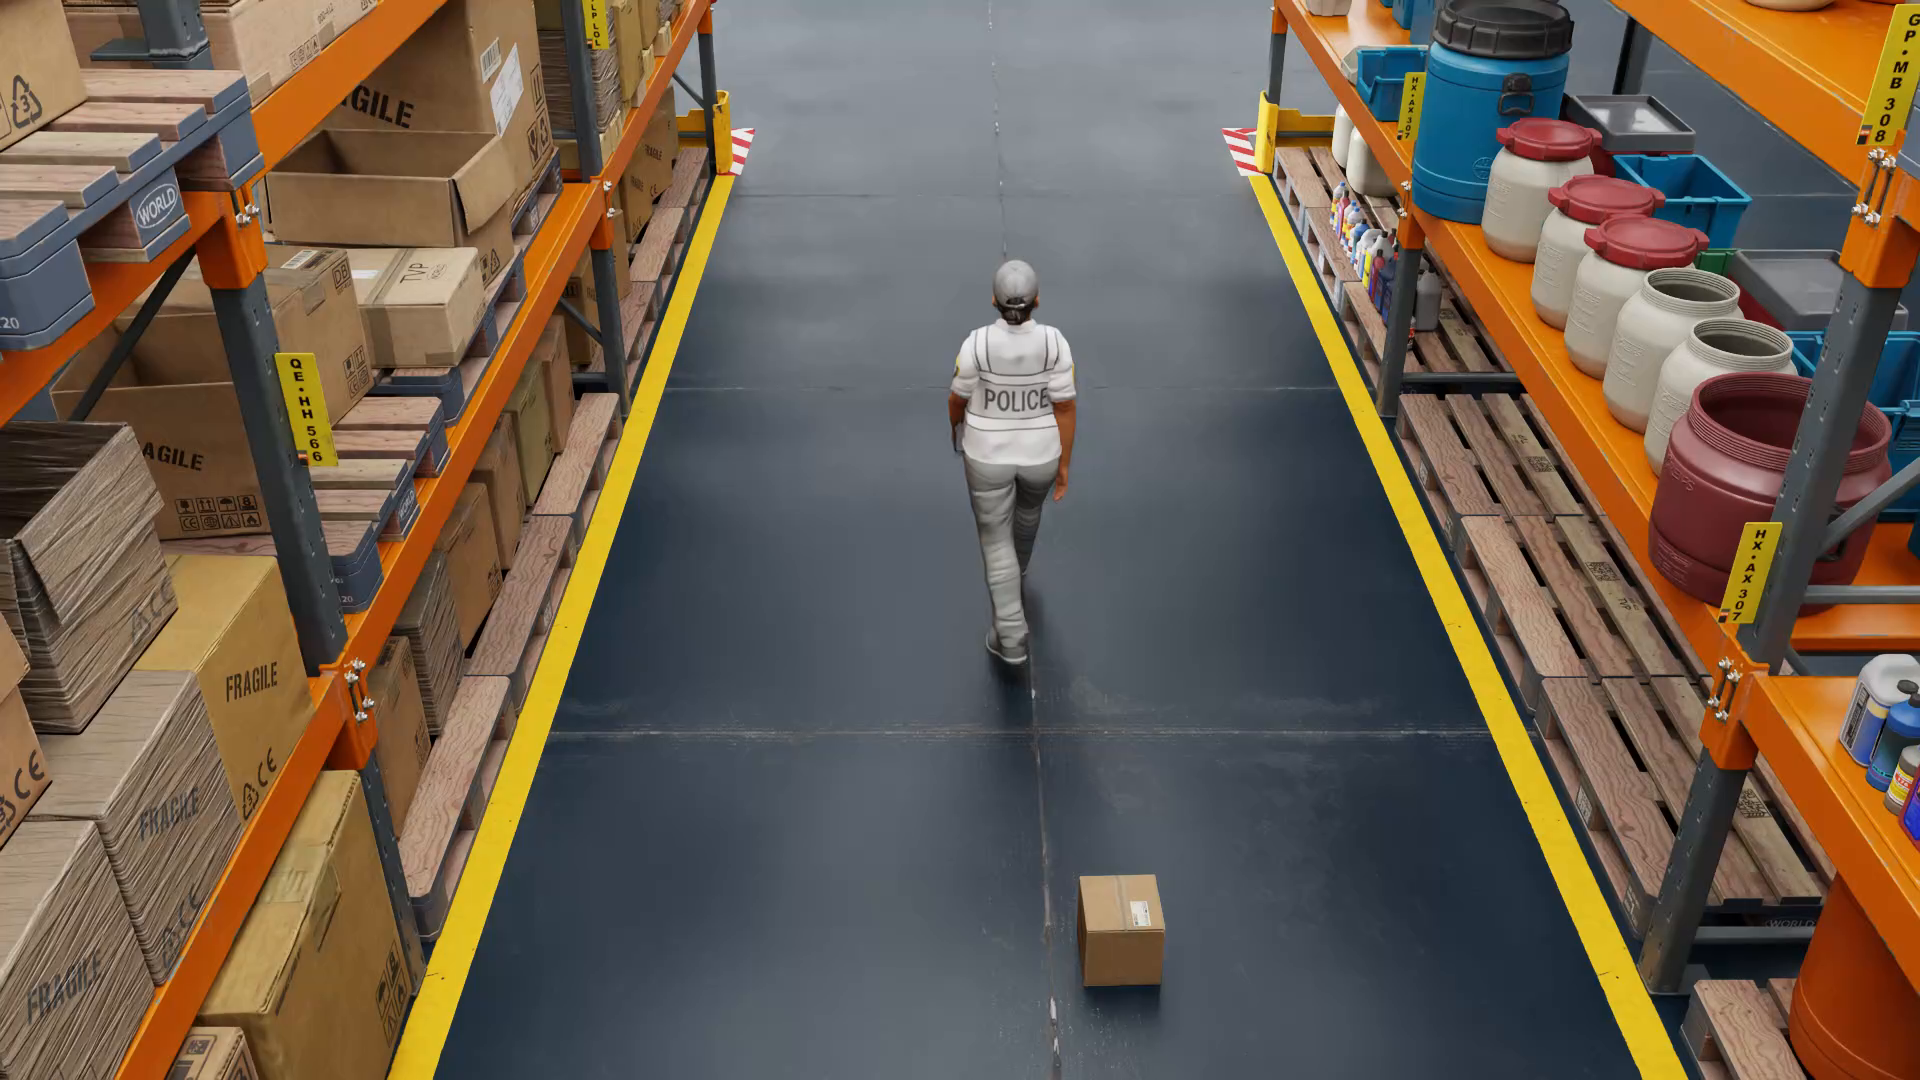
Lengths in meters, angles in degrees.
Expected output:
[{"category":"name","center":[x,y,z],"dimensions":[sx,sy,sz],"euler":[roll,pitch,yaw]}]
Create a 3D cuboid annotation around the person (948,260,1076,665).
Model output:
[{"category":"person","center":[0.193,-0.389,6.751],"dimensions":[0.486,1.604,1.019],"euler":[-6,32,-10]}]
